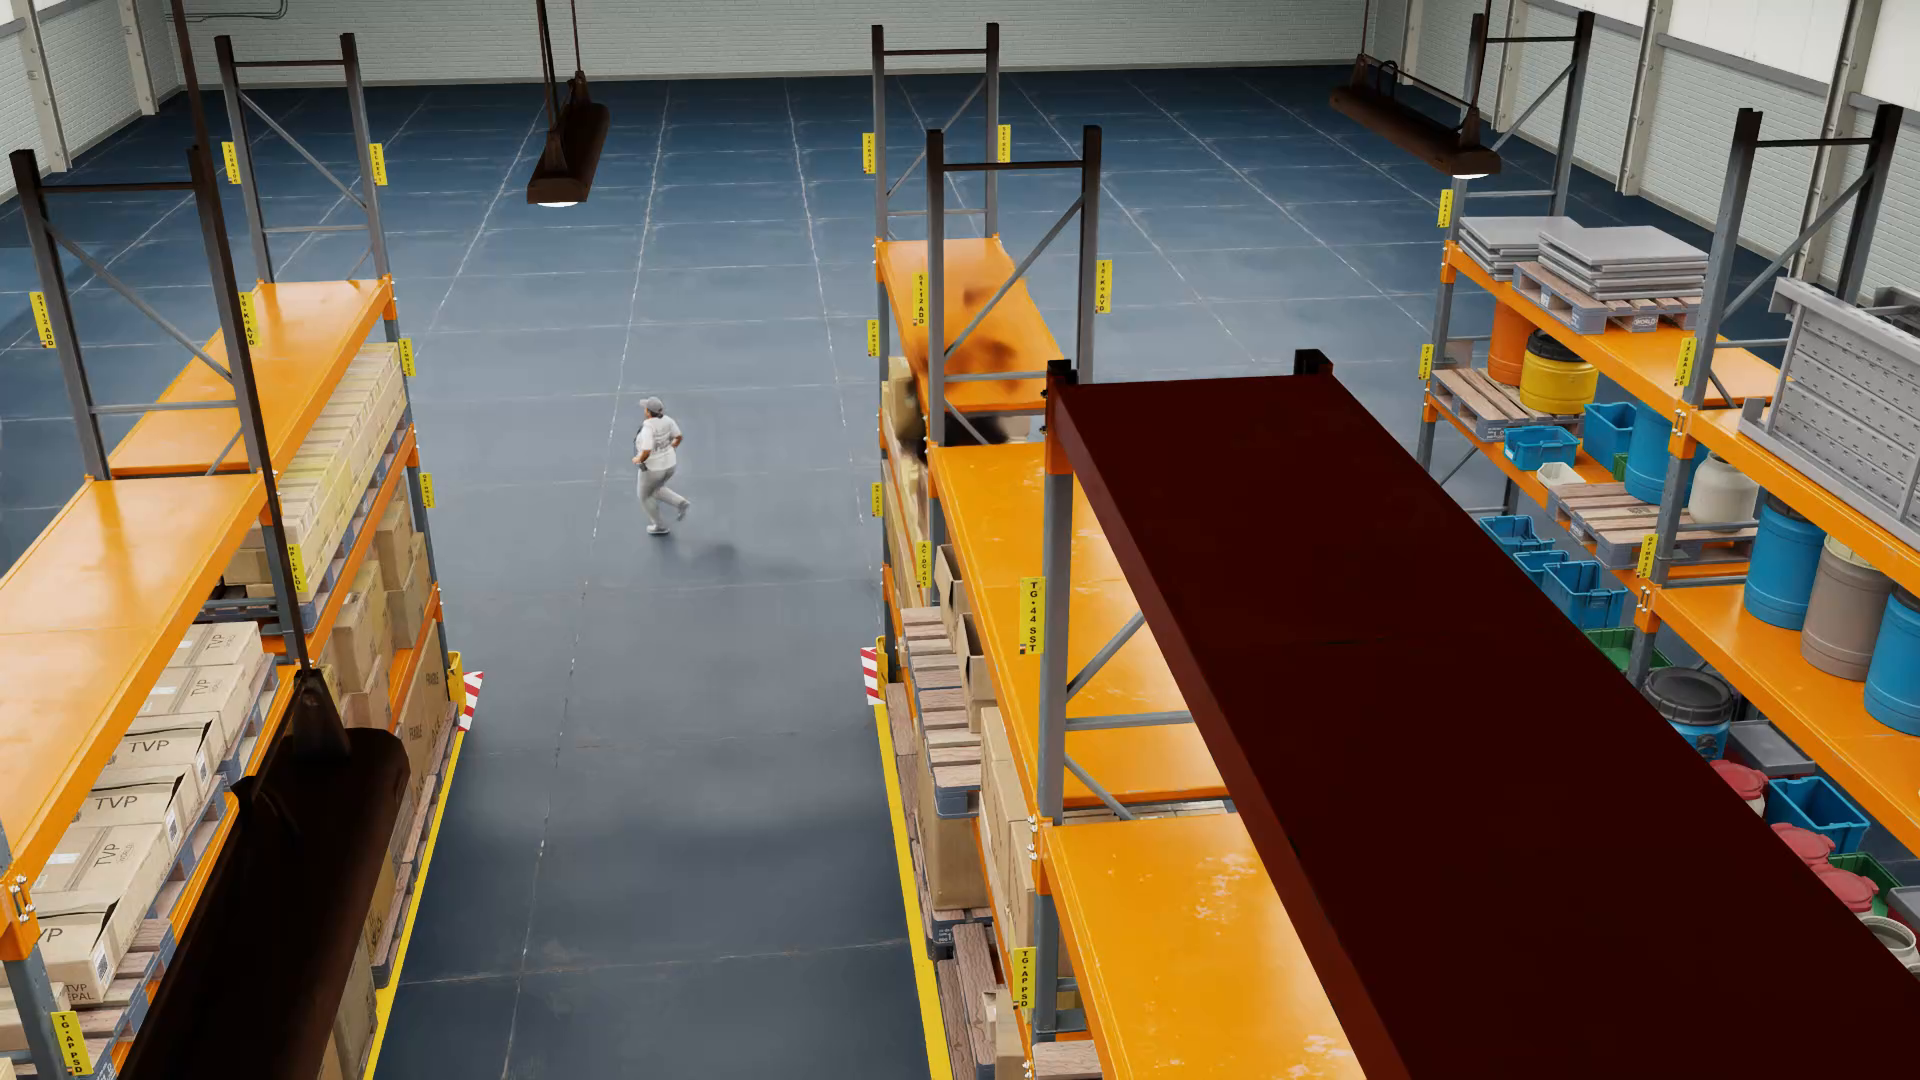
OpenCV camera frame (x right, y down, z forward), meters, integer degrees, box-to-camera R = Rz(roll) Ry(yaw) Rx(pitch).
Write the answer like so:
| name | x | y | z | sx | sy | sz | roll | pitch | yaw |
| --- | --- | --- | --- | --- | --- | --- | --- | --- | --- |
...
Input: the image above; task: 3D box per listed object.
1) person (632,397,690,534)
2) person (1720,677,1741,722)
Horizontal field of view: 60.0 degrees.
| name | x | y | z | sx | sy | sz | roll | pitch | yaw |
| --- | --- | --- | --- | --- | --- | --- | --- | --- | --- |
| person | -3.330 | -0.809 | 18.357 | 0.530 | 1.627 | 0.617 | 13 | 29 | 26 |
| person | 6.628 | 1.283 | 14.010 | 0.512 | 1.552 | 0.530 | -6 | 26 | -11 |
